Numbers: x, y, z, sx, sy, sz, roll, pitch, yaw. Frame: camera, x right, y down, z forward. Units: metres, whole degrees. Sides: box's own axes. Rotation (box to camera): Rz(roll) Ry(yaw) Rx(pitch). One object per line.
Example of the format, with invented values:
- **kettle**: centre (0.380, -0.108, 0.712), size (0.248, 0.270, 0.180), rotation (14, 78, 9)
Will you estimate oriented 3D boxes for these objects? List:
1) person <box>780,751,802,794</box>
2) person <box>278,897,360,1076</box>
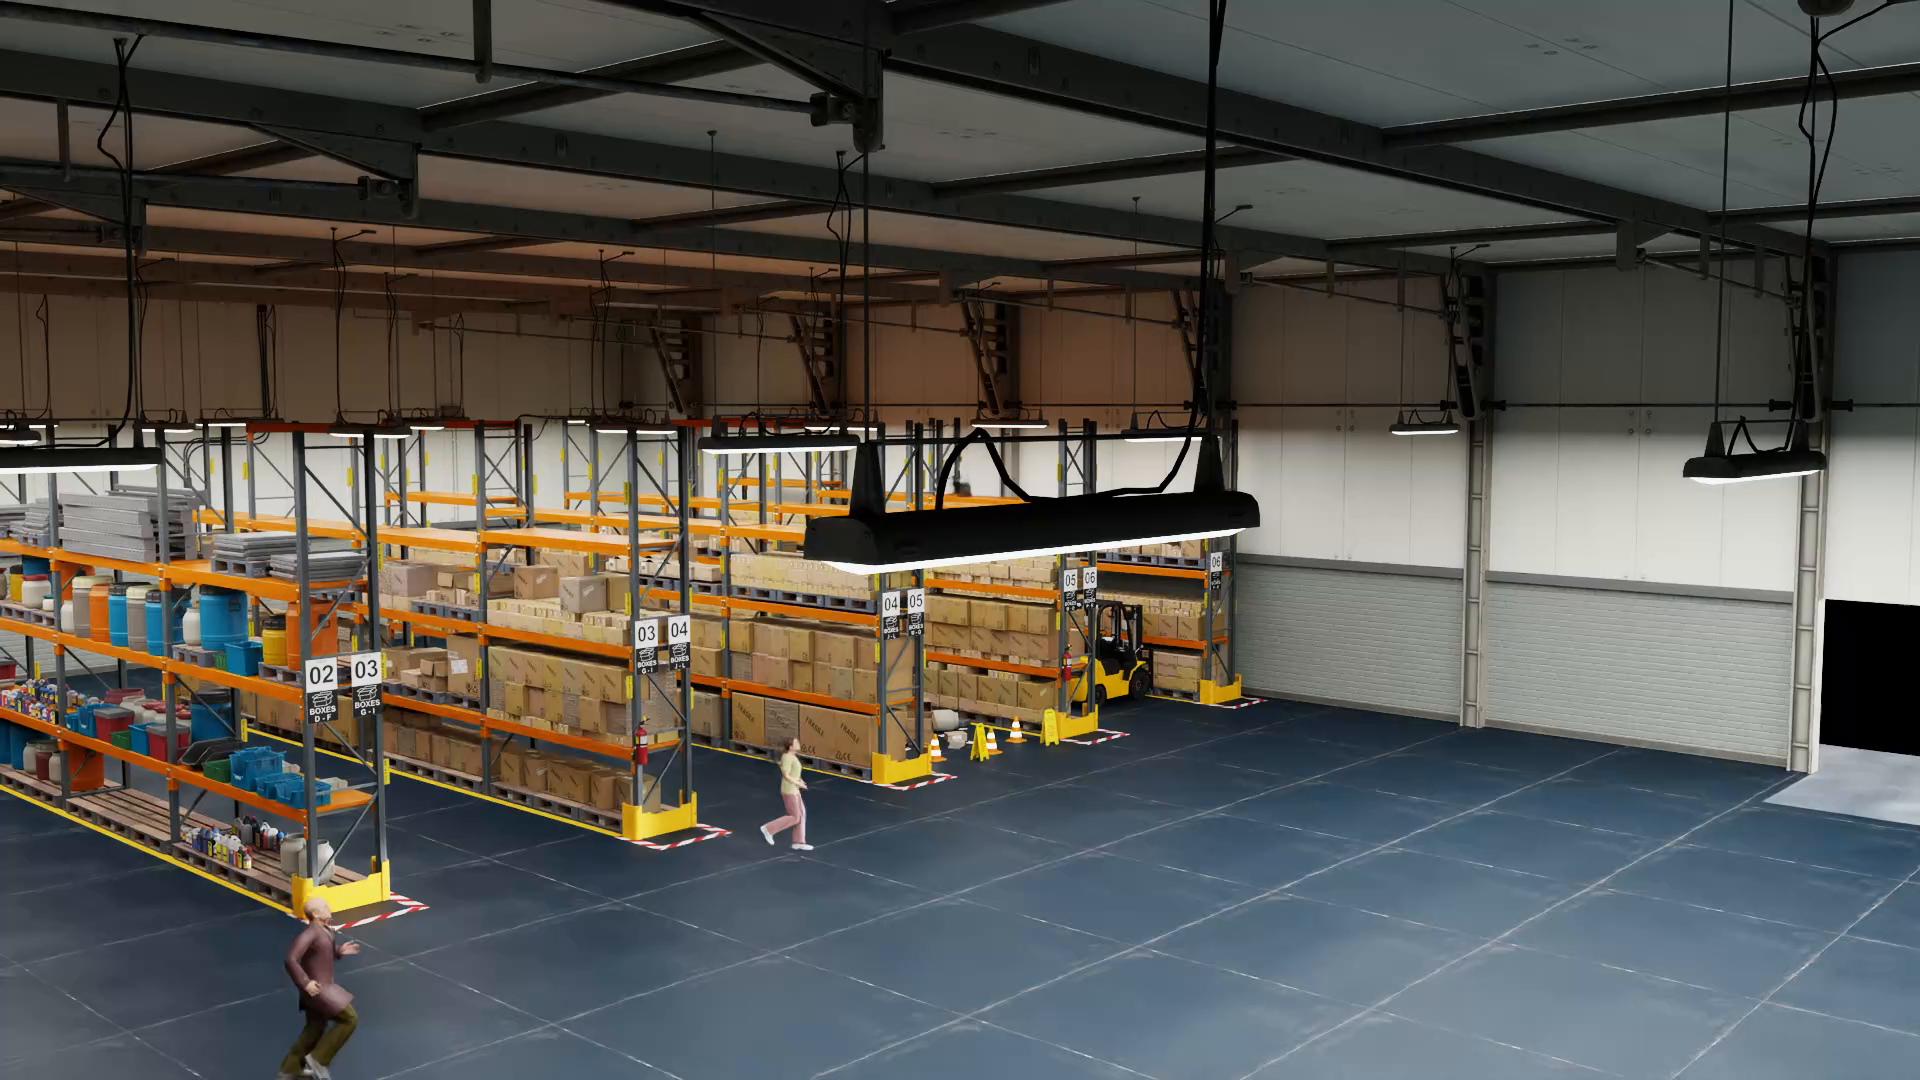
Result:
- **person**: centre (-2.399, 3.296, 23.605), size (0.299, 0.578, 0.543), rotation (-1, 5, -8)
- **person**: centre (-5.964, 4.139, 15.463), size (0.750, 1.660, 0.656), rotation (-2, 5, -21)
